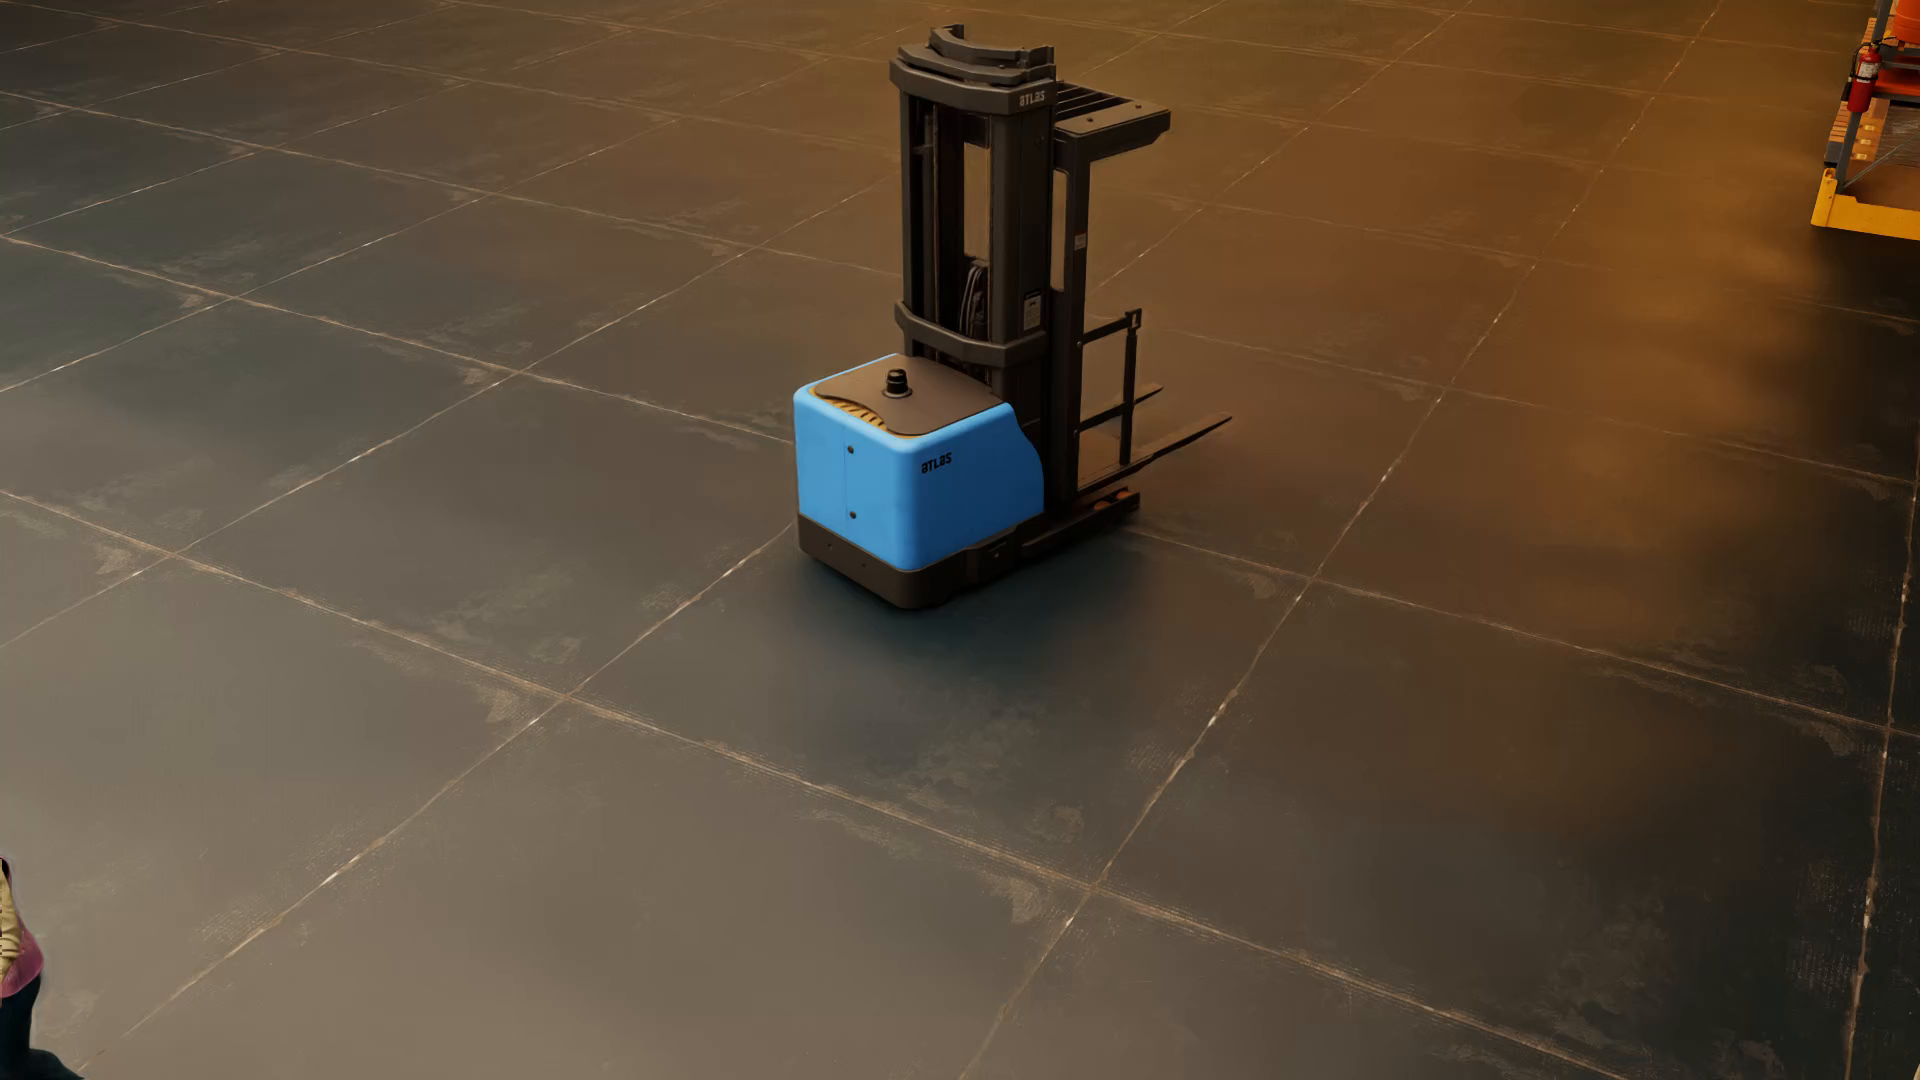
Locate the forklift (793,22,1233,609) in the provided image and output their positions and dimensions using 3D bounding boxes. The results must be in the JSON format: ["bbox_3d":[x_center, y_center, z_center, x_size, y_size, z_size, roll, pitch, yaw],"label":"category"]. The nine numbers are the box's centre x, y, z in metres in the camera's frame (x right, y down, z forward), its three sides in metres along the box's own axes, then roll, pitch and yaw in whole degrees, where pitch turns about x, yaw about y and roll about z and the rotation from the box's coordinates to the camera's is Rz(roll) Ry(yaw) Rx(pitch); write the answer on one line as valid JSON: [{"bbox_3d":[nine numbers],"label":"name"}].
[{"bbox_3d":[0.468,-1.510,9.687,3.031,2.935,1.130,-25,38,-36],"label":"forklift"}]

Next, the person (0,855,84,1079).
[{"bbox_3d":[-3.414,1.556,5.781,0.796,1.606,0.433,22,37,33],"label":"person"}]
